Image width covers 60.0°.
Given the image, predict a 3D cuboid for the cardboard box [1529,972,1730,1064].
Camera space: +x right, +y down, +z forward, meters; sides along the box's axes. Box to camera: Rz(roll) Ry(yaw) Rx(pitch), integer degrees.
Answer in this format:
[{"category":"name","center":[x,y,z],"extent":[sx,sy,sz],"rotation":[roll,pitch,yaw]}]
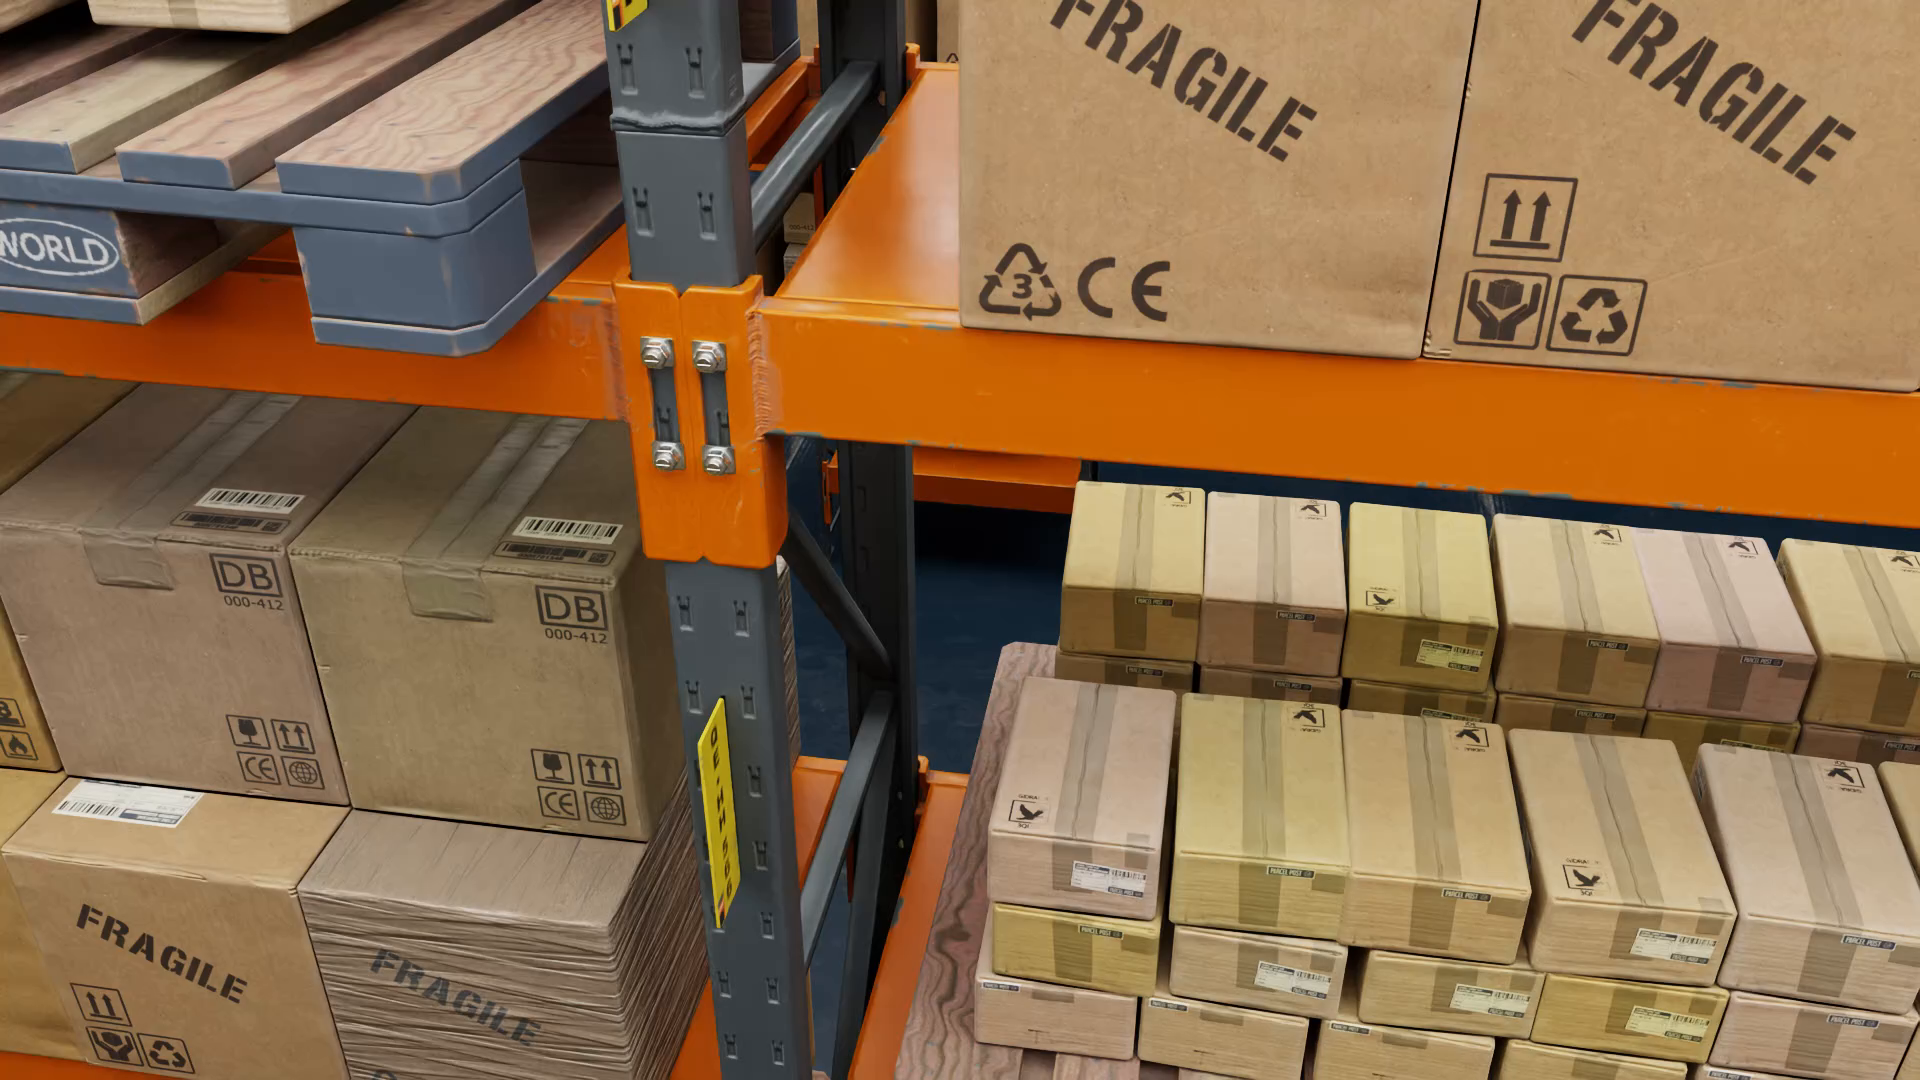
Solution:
[{"category":"cardboard box","center":[0.990,0.589,2.542],"extent":[0.250,0.149,0.380],"rotation":[5,32,8]}]

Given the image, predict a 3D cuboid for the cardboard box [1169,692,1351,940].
[{"category":"cardboard box","center":[0.456,0.413,2.544],"extent":[0.250,0.149,0.380],"rotation":[4,32,7]}]

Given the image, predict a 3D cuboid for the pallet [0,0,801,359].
[{"category":"pallet","center":[-0.876,-0.650,2.312],"extent":[1.003,0.211,1.213],"rotation":[7,33,10]}]

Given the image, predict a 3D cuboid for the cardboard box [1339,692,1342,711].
[{"category":"cardboard box","center":[0.829,0.349,3.206],"extent":[0.250,0.149,0.380],"rotation":[6,32,9]}]

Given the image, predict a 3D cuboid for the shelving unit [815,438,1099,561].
[{"category":"shelving unit","center":[0.007,-0.476,6.451],"extent":[1.048,1.125,0.538],"rotation":[5,32,8]}]

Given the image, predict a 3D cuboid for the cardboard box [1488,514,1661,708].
[{"category":"cardboard box","center":[1.097,0.120,3.011],"extent":[0.250,0.149,0.380],"rotation":[6,33,10]}]

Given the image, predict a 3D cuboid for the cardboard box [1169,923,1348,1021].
[{"category":"cardboard box","center":[0.478,0.545,2.613],"extent":[0.250,0.149,0.380],"rotation":[7,33,11]}]

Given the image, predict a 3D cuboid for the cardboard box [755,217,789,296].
[{"category":"cardboard box","center":[-1.071,-1.280,7.909],"extent":[0.500,0.500,0.700],"rotation":[8,33,12]}]

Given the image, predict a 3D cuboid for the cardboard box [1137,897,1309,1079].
[{"category":"cardboard box","center":[0.439,0.669,2.694],"extent":[0.250,0.149,0.380],"rotation":[7,33,11]}]

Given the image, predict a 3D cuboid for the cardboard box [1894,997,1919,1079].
[{"category":"cardboard box","center":[1.480,0.636,2.467],"extent":[0.250,0.149,0.380],"rotation":[5,32,8]}]

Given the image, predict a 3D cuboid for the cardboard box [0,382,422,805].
[{"category":"cardboard box","center":[-1.172,0.015,2.862],"extent":[0.500,0.500,0.700],"rotation":[5,32,8]}]

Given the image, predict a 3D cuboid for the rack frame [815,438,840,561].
[{"category":"rack frame","center":[-0.494,-0.522,6.523],"extent":[0.032,1.125,0.500],"rotation":[5,32,8]}]

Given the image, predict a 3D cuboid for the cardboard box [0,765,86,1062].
[{"category":"cardboard box","center":[-1.706,0.539,2.967],"extent":[0.500,0.500,0.500],"rotation":[5,32,7]}]

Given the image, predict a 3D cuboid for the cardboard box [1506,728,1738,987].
[{"category":"cardboard box","center":[0.958,0.461,2.467],"extent":[0.250,0.149,0.380],"rotation":[4,32,6]}]

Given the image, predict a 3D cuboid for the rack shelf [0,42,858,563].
[{"category":"rack shelf","center":[-2.204,-0.574,2.690],"extent":[4.000,0.370,1.077],"rotation":[5,32,8]}]

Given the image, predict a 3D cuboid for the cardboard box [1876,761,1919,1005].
[{"category":"cardboard box","center":[1.486,0.507,2.394],"extent":[0.250,0.149,0.380],"rotation":[6,33,10]}]

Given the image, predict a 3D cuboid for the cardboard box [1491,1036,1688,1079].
[{"category":"cardboard box","center":[0.971,0.716,2.619],"extent":[0.250,0.149,0.380],"rotation":[7,33,10]}]

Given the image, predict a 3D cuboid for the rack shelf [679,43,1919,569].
[{"category":"rack shelf","center":[1.739,-0.217,2.120],"extent":[4.000,0.370,1.077],"rotation":[5,32,8]}]

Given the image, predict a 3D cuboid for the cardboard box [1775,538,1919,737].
[{"category":"cardboard box","center":[1.602,0.168,2.934],"extent":[0.250,0.149,0.380],"rotation":[7,33,11]}]

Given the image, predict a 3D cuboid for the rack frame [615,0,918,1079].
[{"category":"rack frame","center":[-0.232,0.571,3.010],"extent":[0.127,3.000,1.000],"rotation":[5,32,8]}]

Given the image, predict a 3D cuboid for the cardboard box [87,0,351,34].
[{"category":"cardboard box","center":[-0.860,-0.760,2.040],"extent":[0.250,0.166,0.380],"rotation":[5,32,8]}]

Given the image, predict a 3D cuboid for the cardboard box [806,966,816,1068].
[{"category":"cardboard box","center":[-0.818,1.246,3.658],"extent":[0.750,0.750,1.050],"rotation":[5,32,8]}]

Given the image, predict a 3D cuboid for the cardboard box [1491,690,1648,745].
[{"category":"cardboard box","center":[1.101,0.247,3.088],"extent":[0.250,0.149,0.380],"rotation":[5,32,8]}]

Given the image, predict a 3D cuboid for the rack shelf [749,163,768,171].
[{"category":"rack shelf","center":[-1.270,-1.887,7.616],"extent":[4.000,0.370,1.077],"rotation":[5,32,8]}]

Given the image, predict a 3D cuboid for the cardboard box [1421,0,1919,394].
[{"category":"cardboard box","center":[0.780,-0.511,1.819],"extent":[0.500,0.500,0.500],"rotation":[5,32,8]}]

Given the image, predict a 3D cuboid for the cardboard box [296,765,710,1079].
[{"category":"cardboard box","center":[-0.722,0.629,2.823],"extent":[0.500,0.500,0.500],"rotation":[5,32,8]}]

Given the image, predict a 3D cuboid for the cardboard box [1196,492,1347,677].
[{"category":"cardboard box","center":[0.575,0.075,3.083],"extent":[0.250,0.149,0.380],"rotation":[5,32,8]}]

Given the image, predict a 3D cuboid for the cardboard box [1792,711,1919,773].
[{"category":"cardboard box","center":[1.603,0.294,3.014],"extent":[0.250,0.149,0.380],"rotation":[6,33,9]}]

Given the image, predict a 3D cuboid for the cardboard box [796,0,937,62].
[{"category":"cardboard box","center":[-0.405,-2.259,7.042],"extent":[0.500,0.500,0.700],"rotation":[10,33,15]}]

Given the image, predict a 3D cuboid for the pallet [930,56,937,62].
[{"category":"pallet","center":[-0.019,-1.940,7.204],"extent":[1.003,0.211,1.213],"rotation":[5,32,8]}]

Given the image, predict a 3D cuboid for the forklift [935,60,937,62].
[{"category":"forklift","center":[0.073,-3.215,9.124],"extent":[1.130,2.935,3.031],"rotation":[7,33,11]}]

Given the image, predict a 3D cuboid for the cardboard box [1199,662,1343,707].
[{"category":"cardboard box","center":[0.594,0.203,3.160],"extent":[0.250,0.149,0.380],"rotation":[6,33,10]}]

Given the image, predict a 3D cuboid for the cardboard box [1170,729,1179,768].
[{"category":"cardboard box","center":[0.331,0.303,3.279],"extent":[0.250,0.149,0.380],"rotation":[6,32,9]}]

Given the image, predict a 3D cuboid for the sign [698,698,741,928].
[{"category":"sign","center":[-0.323,0.371,2.239],"extent":[0.005,0.325,0.100],"rotation":[5,32,8]}]
